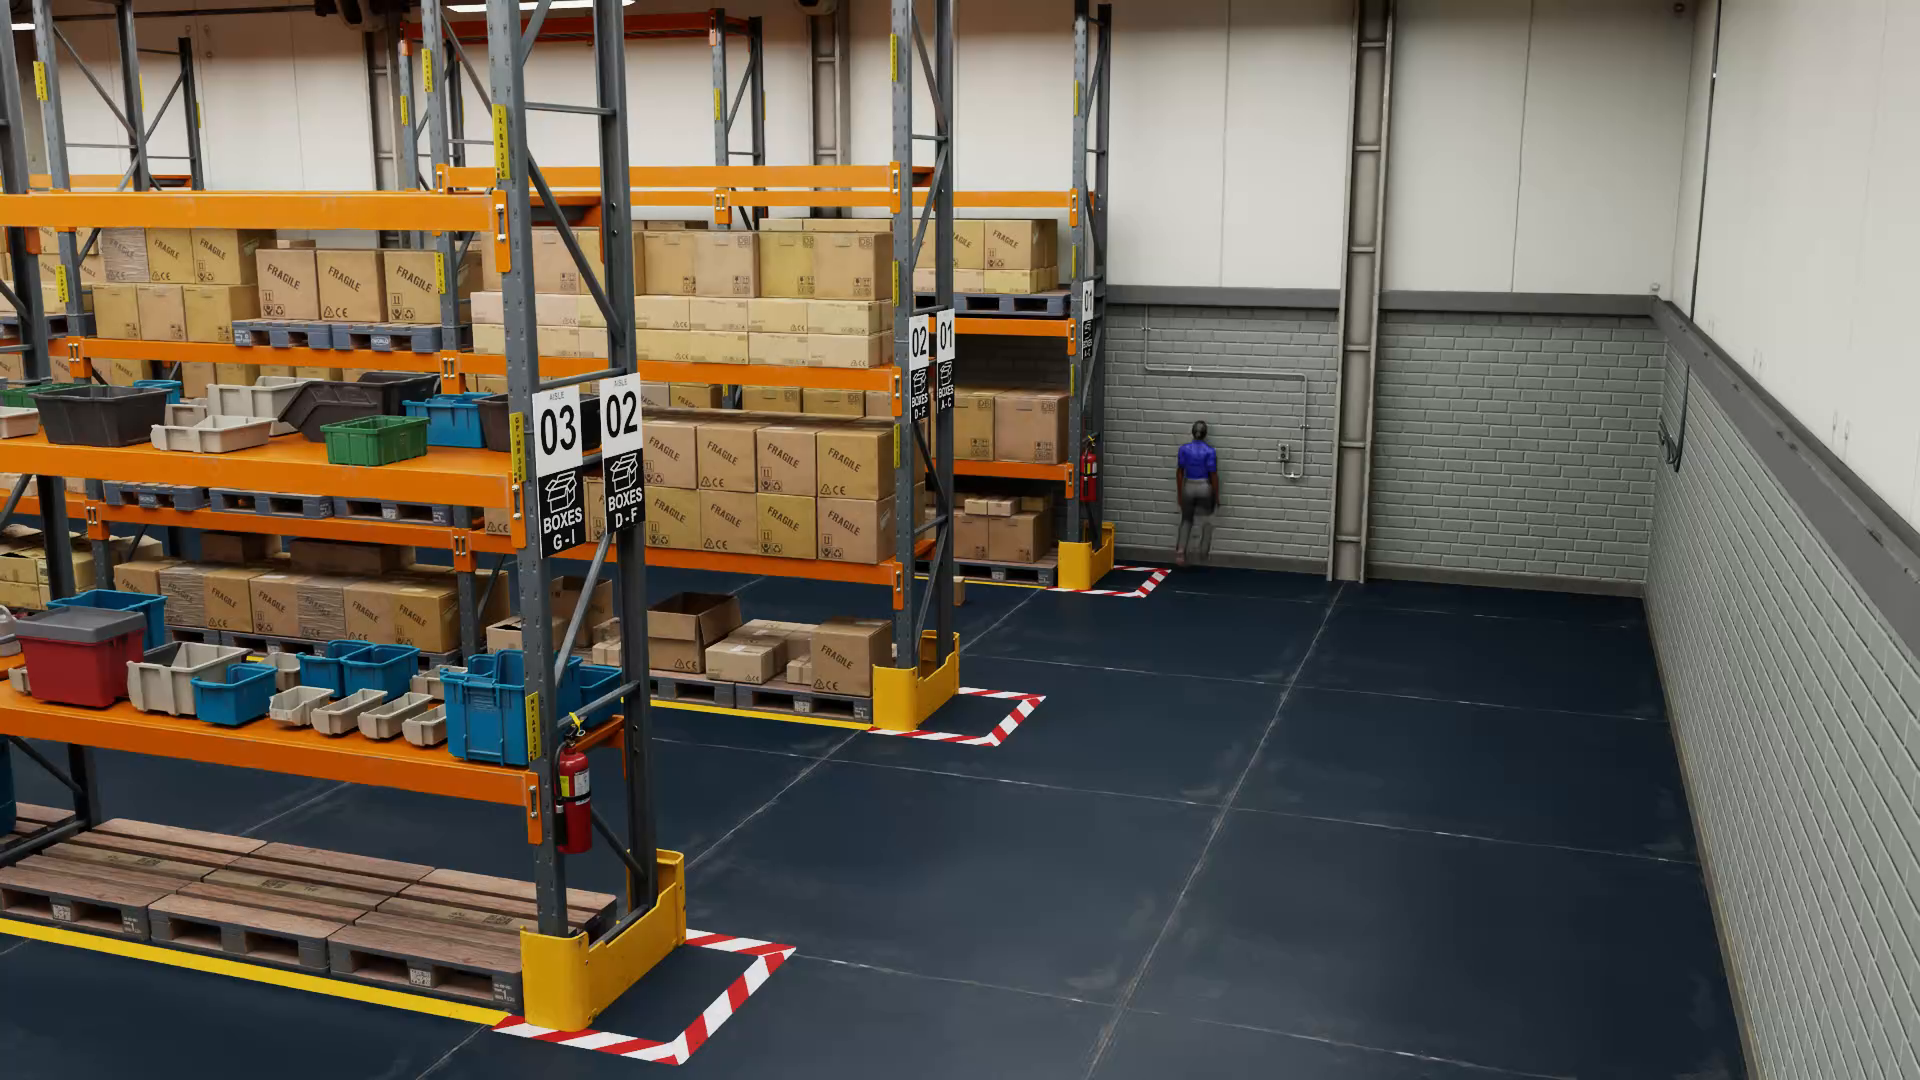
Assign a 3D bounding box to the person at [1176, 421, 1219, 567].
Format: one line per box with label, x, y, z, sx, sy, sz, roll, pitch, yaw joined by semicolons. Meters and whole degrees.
person;2.633;-0.517;18.379;0.469;1.641;0.631;5;13;21
